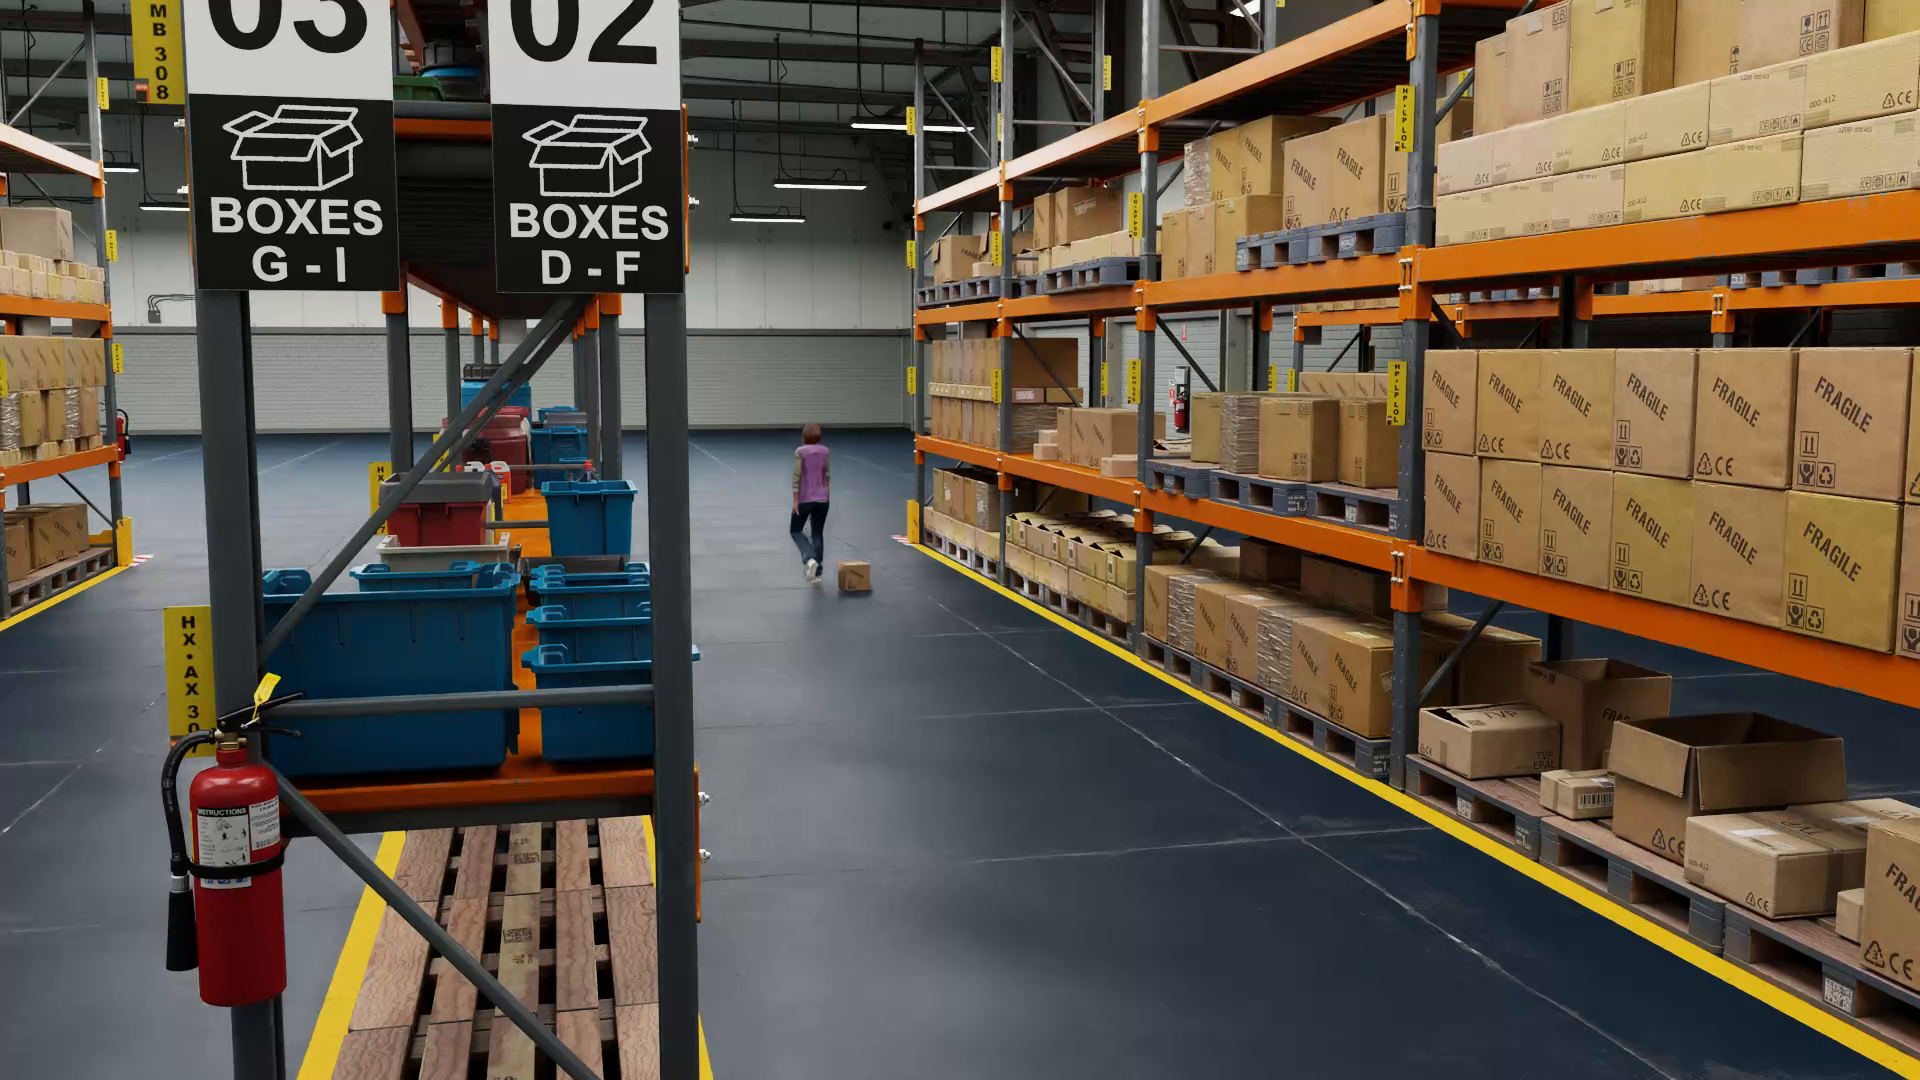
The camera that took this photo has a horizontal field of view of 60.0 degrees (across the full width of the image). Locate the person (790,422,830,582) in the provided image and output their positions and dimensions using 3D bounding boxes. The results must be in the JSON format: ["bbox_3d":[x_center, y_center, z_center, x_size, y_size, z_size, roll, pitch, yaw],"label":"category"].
[{"bbox_3d":[-1.471,-0.371,16.460,0.432,1.590,0.433,-3,7,-27],"label":"person"}]
